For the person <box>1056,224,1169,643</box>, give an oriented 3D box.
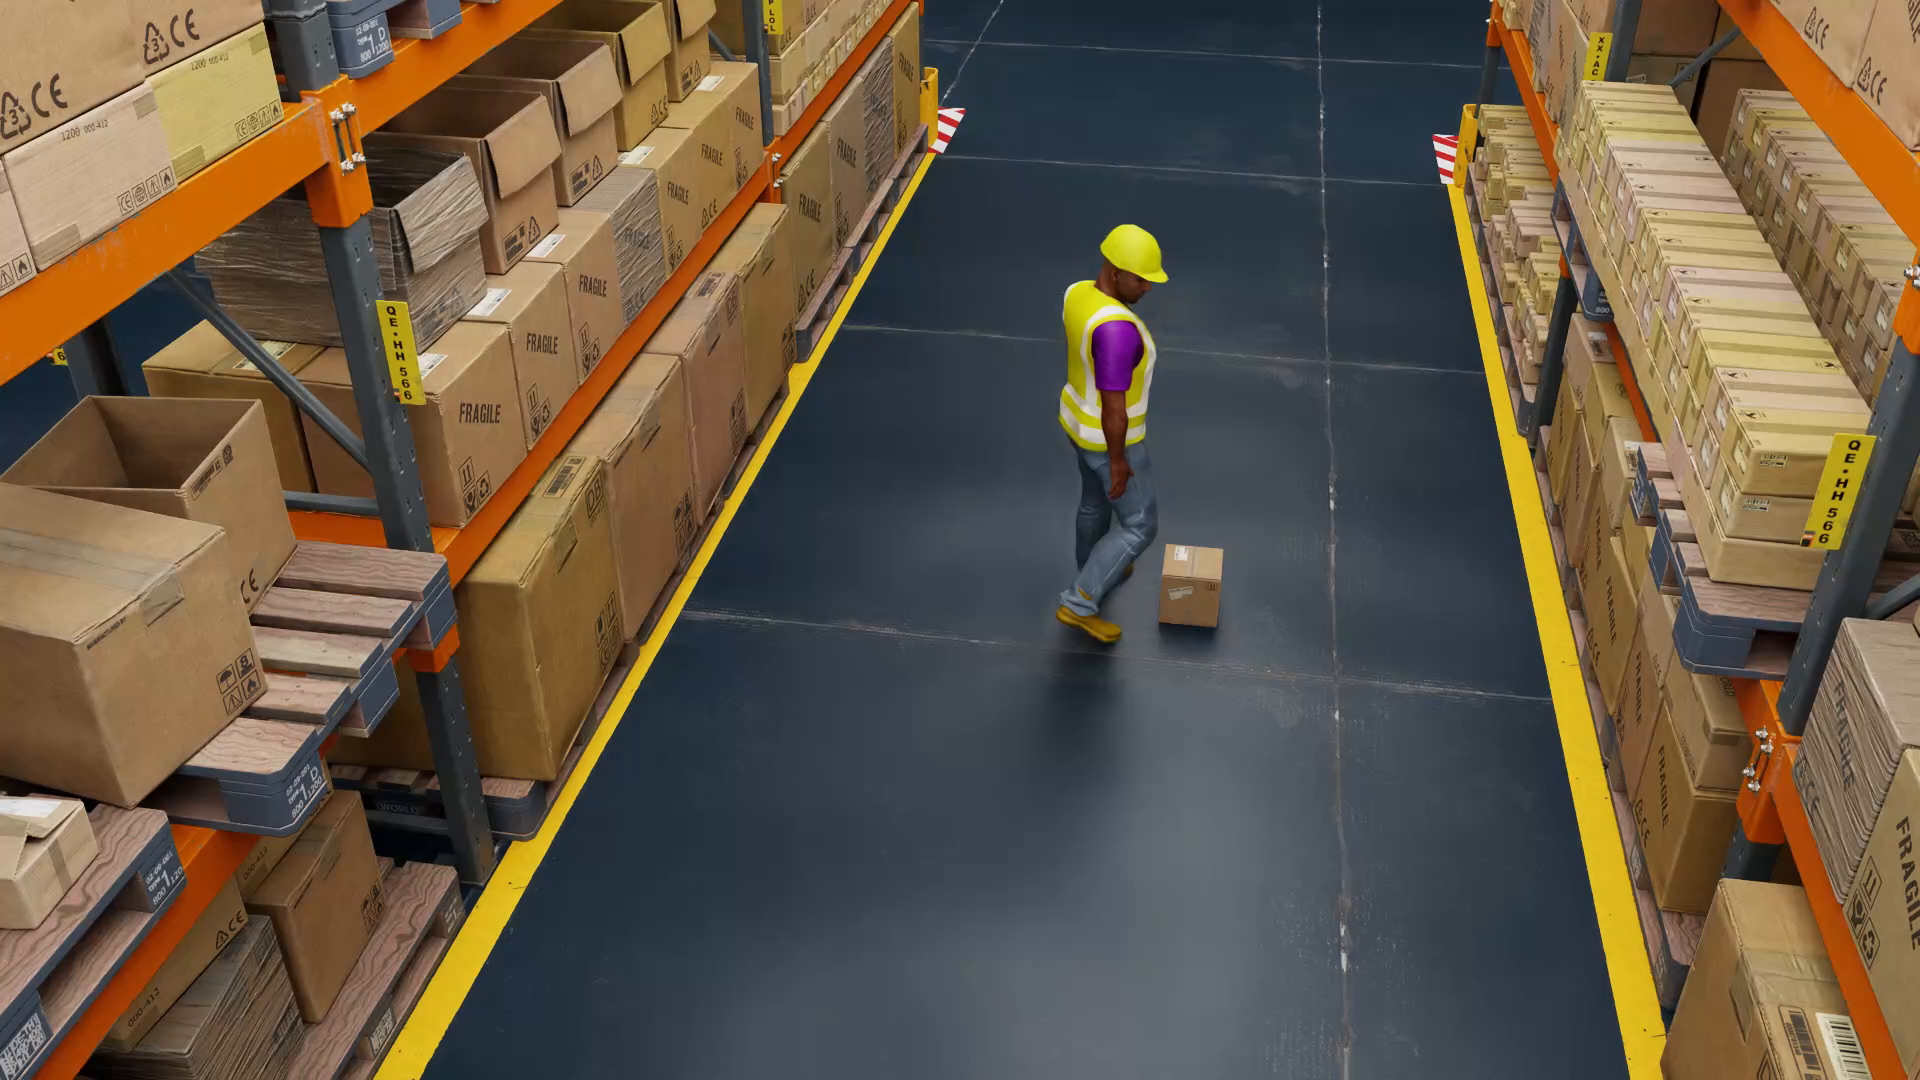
[{"bbox_3d":[0.597,-0.455,6.826,0.544,1.765,0.661,-9,33,-14],"label":"person"}]
